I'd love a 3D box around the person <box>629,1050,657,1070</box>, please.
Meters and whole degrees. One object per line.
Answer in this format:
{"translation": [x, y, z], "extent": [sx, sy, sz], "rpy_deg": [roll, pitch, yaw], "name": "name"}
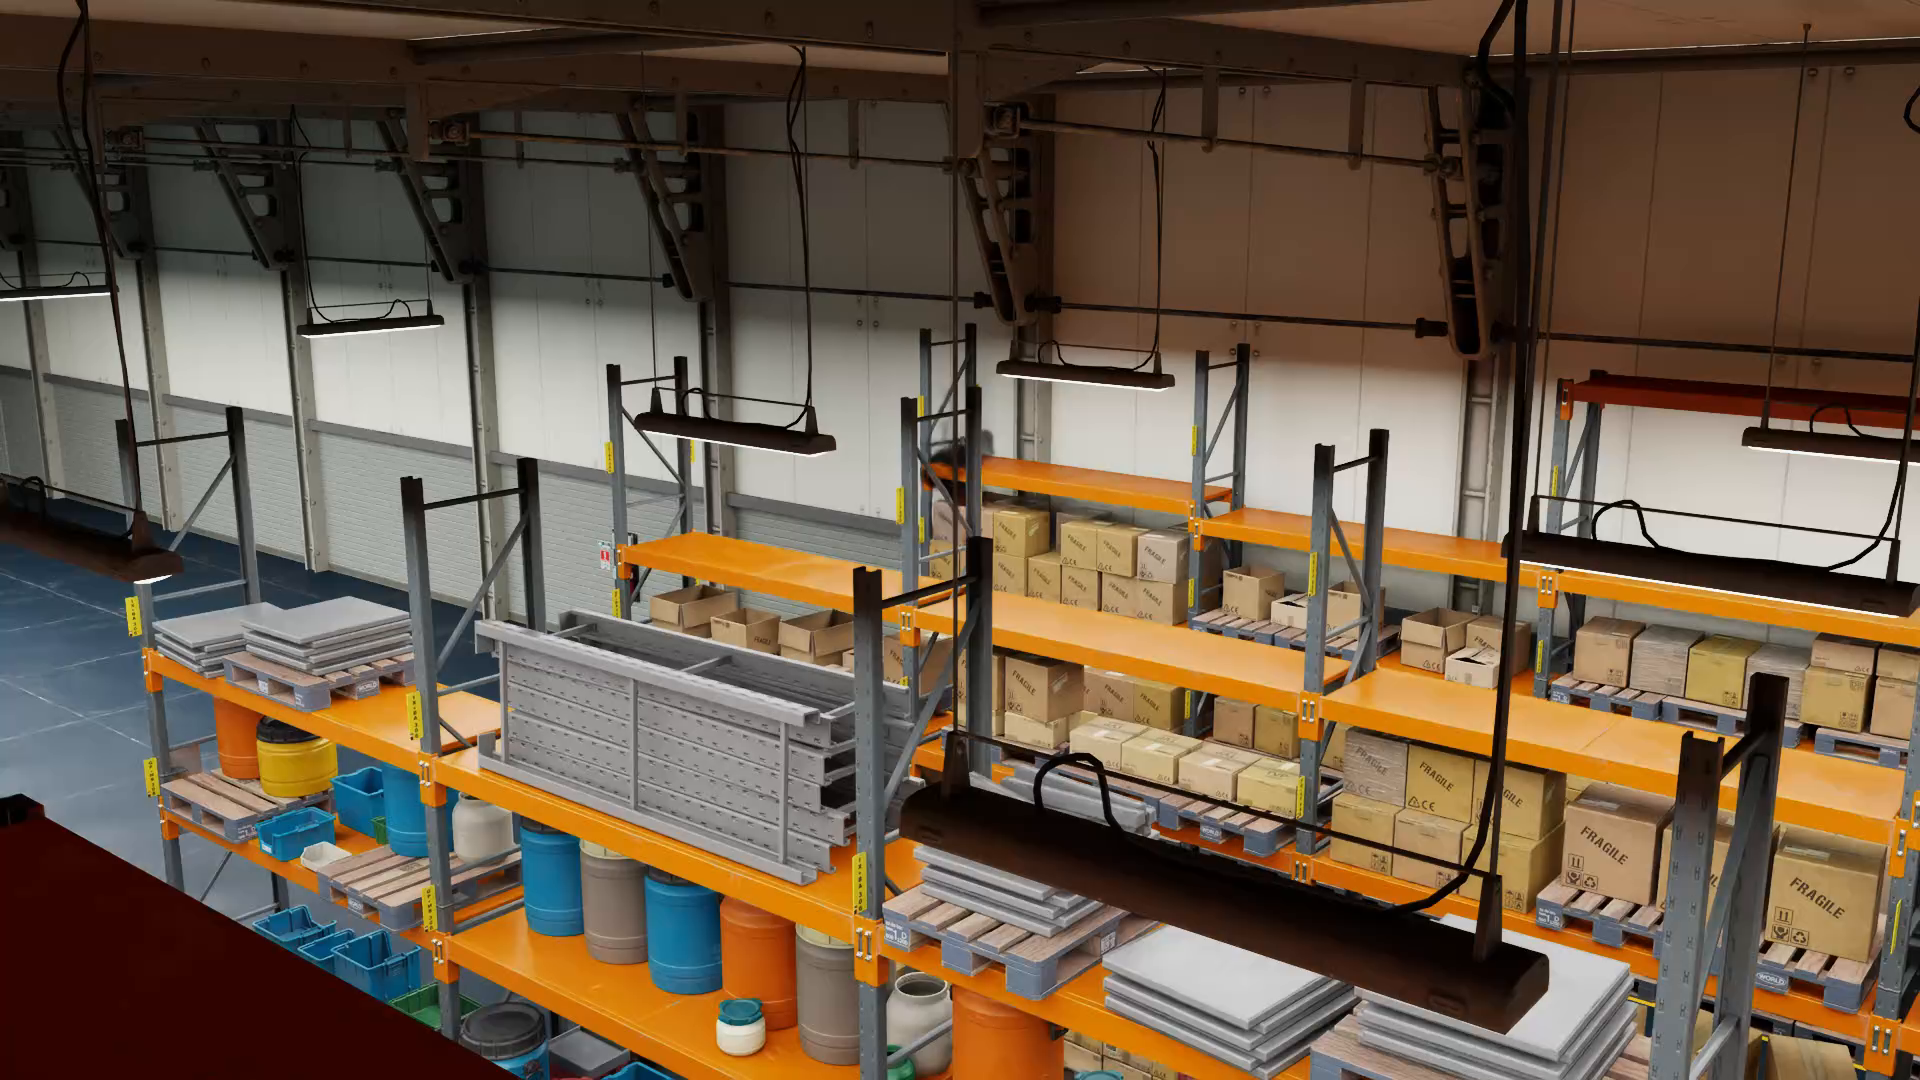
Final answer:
{"translation": [-2.707, 4.121, 13.794], "extent": [0.968, 1.794, 0.698], "rpy_deg": [9, 15, 34], "name": "person"}
